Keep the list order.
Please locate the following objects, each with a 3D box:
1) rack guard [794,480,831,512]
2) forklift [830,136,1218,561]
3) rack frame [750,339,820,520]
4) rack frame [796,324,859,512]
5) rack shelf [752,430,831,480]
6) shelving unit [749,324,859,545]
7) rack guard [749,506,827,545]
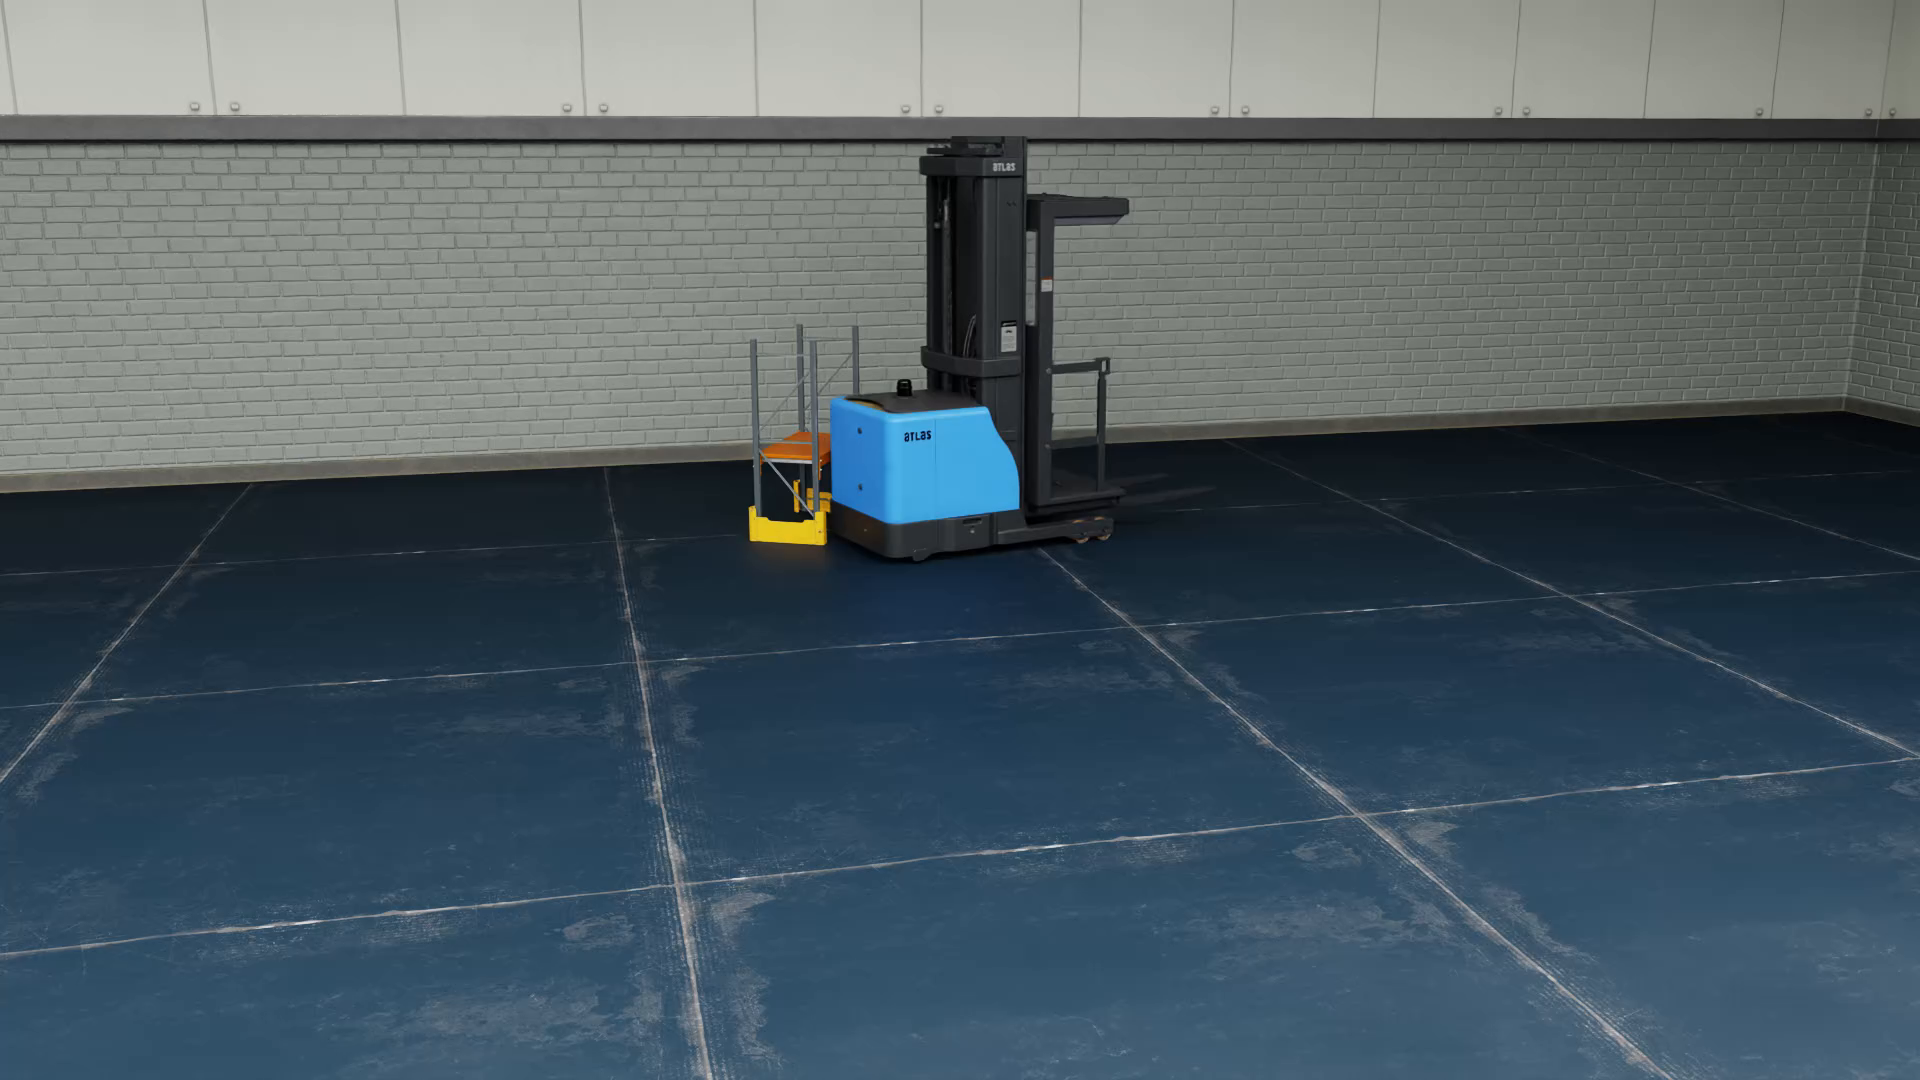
[{"bbox_3d":[-1.040,-0.338,13.284,0.587,0.250,0.087,3,14,13],"label":"rack guard"},{"bbox_3d":[0.565,-1.507,12.418,3.031,2.935,1.130,-8,16,-29],"label":"forklift"},{"bbox_3d":[-1.279,-0.715,12.195,0.500,1.500,0.032,3,14,13],"label":"rack frame"},{"bbox_3d":[-1.036,-0.950,13.154,0.500,1.500,0.032,3,14,13],"label":"rack frame"},{"bbox_3d":[-1.157,-0.658,12.717,0.538,0.185,1.000,3,14,13],"label":"rack shelf"},{"bbox_3d":[-1.159,-0.830,12.666,0.587,1.500,1.083,3,14,13],"label":"shelving unit"},{"bbox_3d":[-1.279,-0.109,12.345,0.587,0.250,0.087,3,14,13],"label":"rack guard"}]
